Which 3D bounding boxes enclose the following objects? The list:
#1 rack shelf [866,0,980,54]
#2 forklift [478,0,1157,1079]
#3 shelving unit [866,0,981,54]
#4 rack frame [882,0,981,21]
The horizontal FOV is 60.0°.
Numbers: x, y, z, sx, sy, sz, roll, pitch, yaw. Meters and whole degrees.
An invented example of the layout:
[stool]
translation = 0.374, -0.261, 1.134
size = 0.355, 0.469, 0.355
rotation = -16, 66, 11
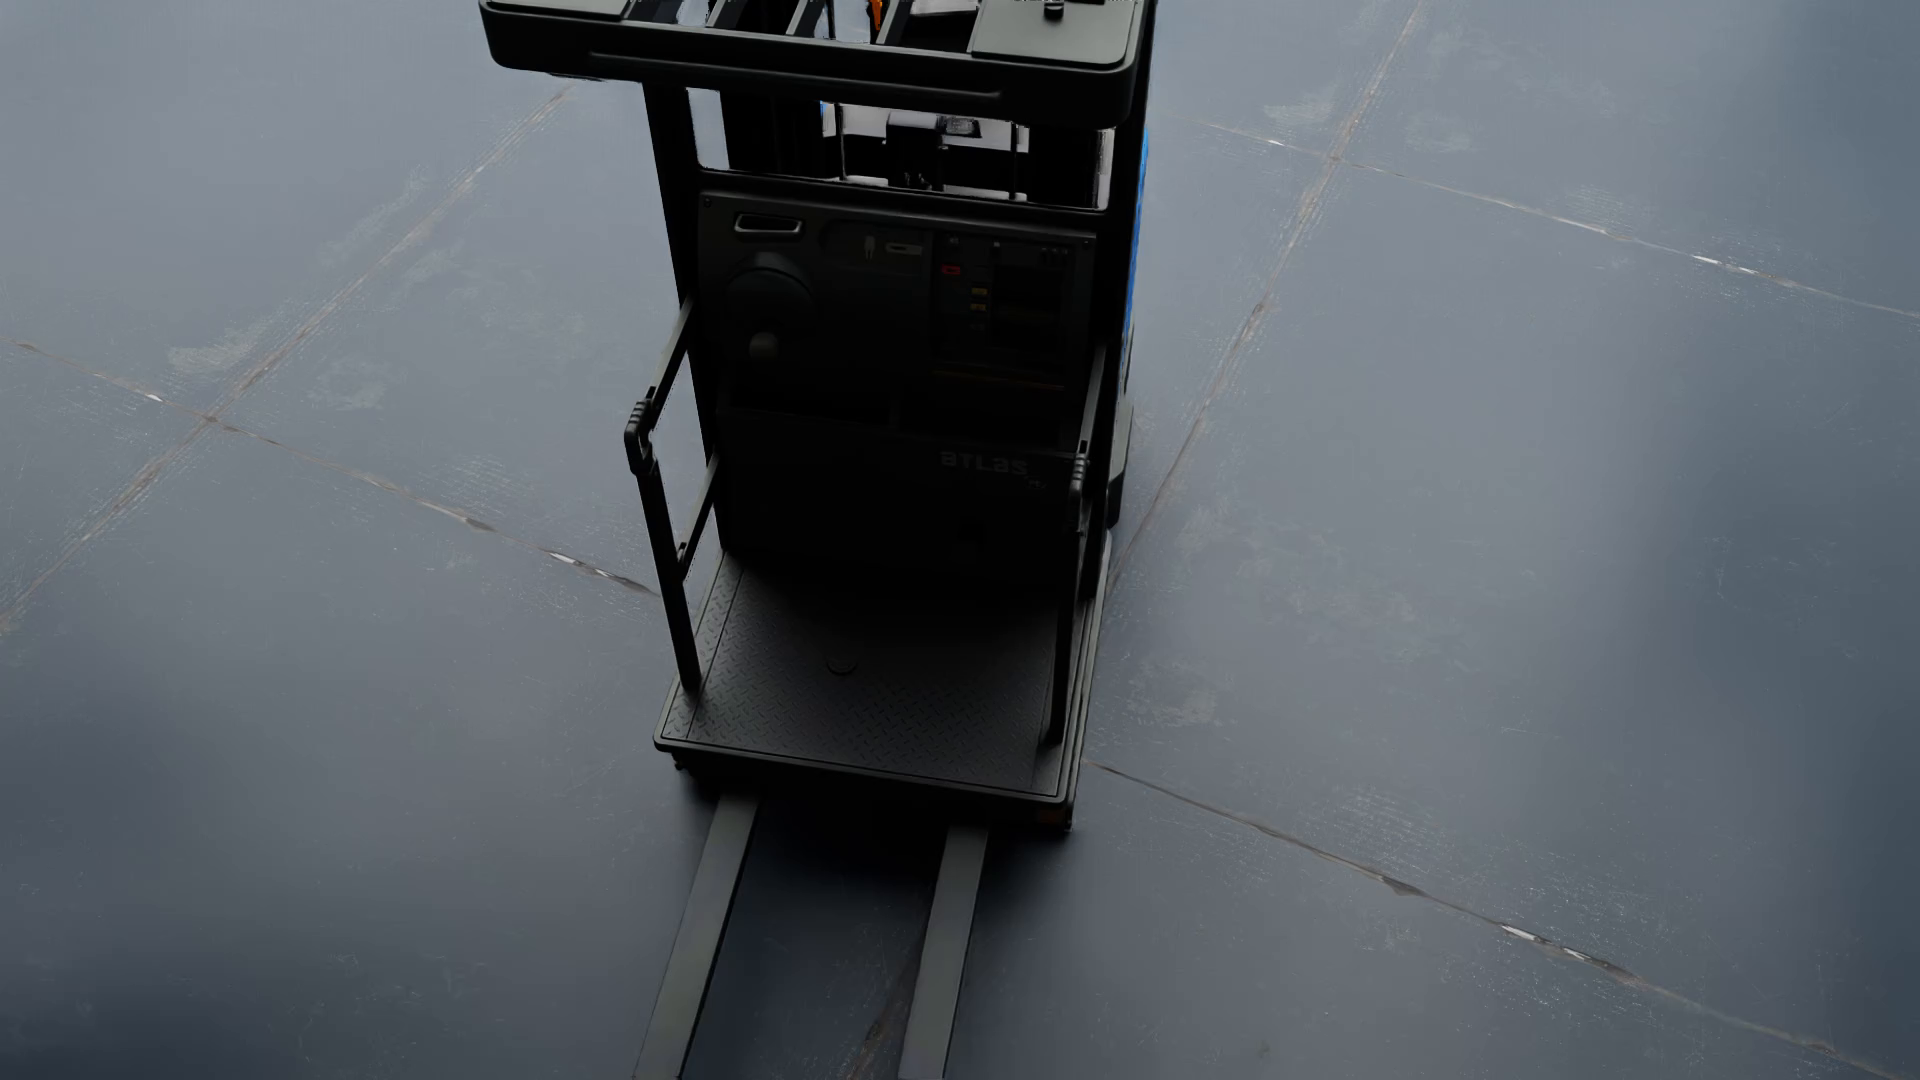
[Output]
[rack shelf]
translation = -0.060, -1.596, 5.245
size = 0.431, 0.518, 0.480
rotation = -5, 50, -5
[forklift]
translation = -0.188, -0.476, 3.731
size = 1.130, 2.935, 3.031
rotation = 8, 50, 6
[shelving unit]
translation = -0.060, -1.605, 5.235
size = 0.431, 2.100, 0.503
rotation = -5, 50, -5
[rack frame]
translation = -0.029, -1.421, 5.078
size = 0.400, 2.100, 0.015
rotation = -5, 50, -5
